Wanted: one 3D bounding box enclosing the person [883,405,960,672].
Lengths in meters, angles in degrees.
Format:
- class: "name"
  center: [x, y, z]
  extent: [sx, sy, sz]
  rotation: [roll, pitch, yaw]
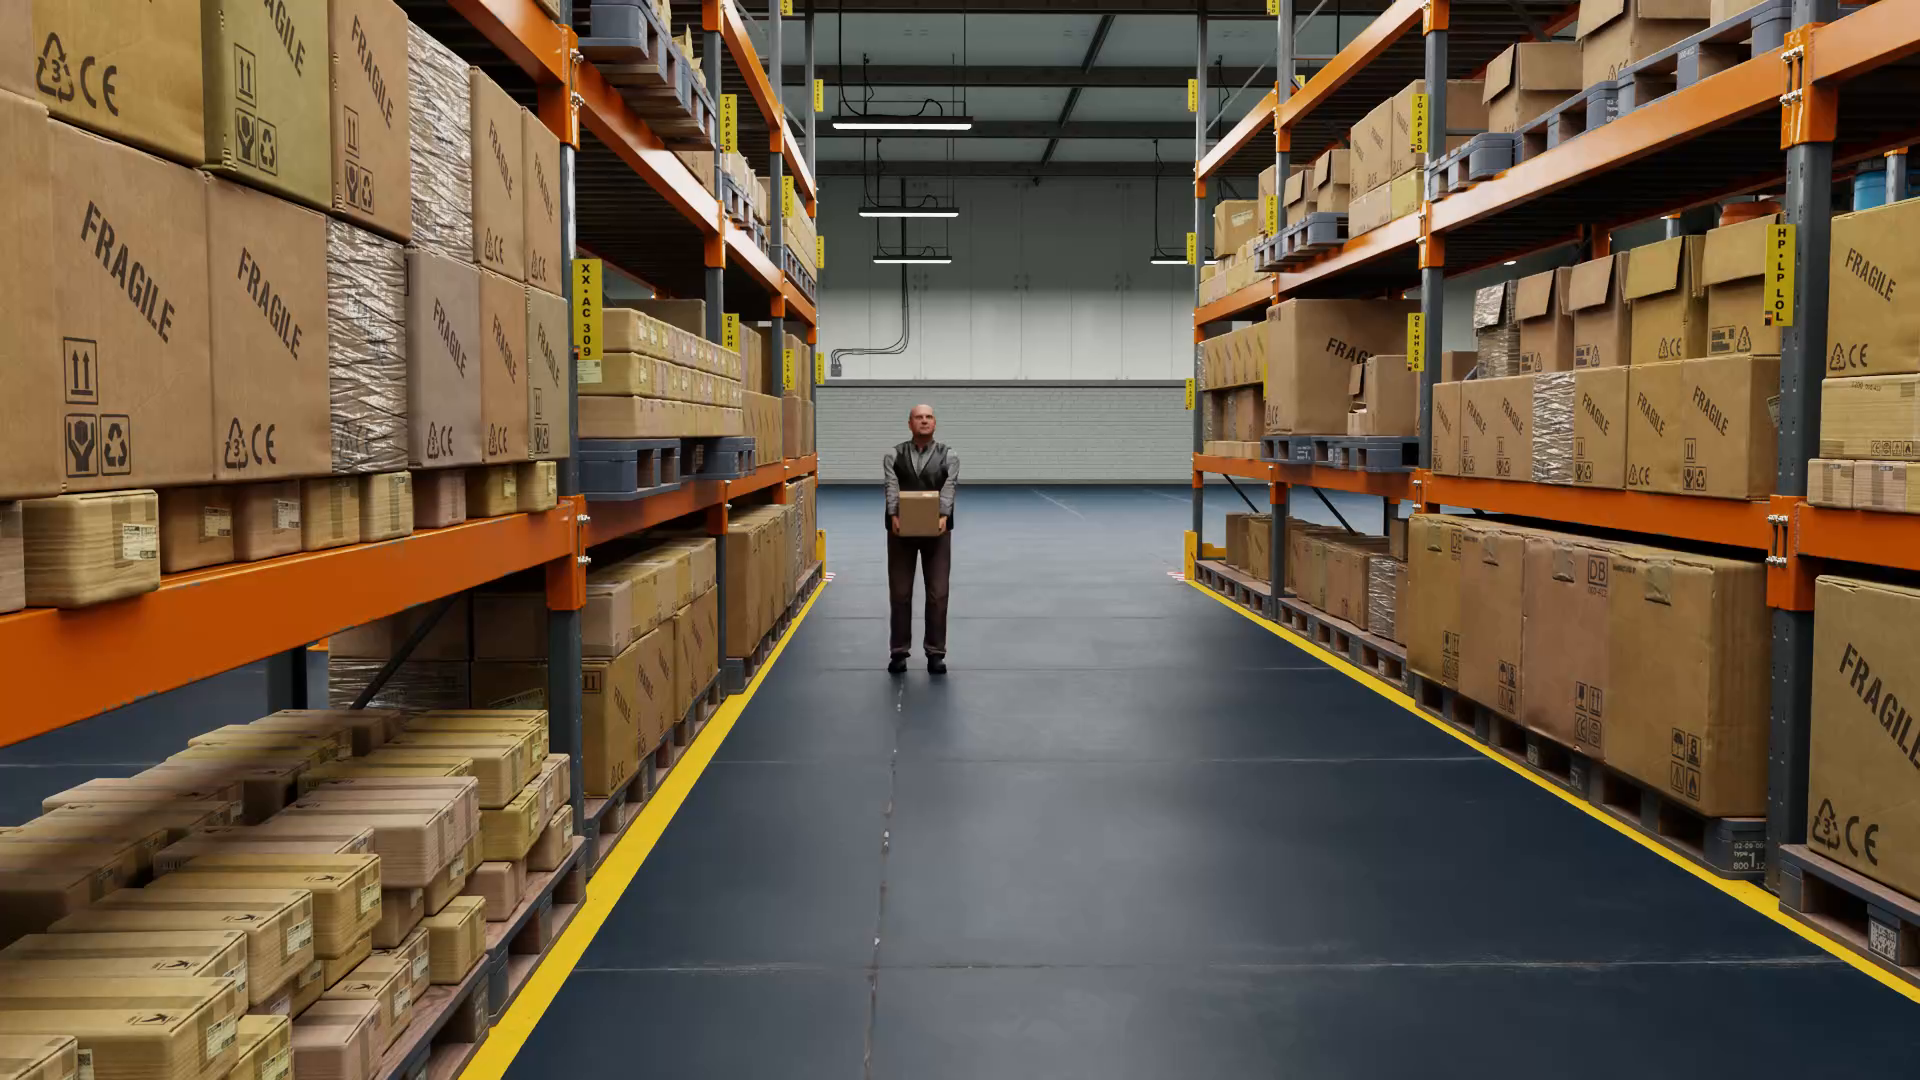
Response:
- class: "person"
  center: [-0.246, -0.012, 10.664]
  extent: [0.494, 1.712, 0.559]
  rotation: [0, 4, -1]
